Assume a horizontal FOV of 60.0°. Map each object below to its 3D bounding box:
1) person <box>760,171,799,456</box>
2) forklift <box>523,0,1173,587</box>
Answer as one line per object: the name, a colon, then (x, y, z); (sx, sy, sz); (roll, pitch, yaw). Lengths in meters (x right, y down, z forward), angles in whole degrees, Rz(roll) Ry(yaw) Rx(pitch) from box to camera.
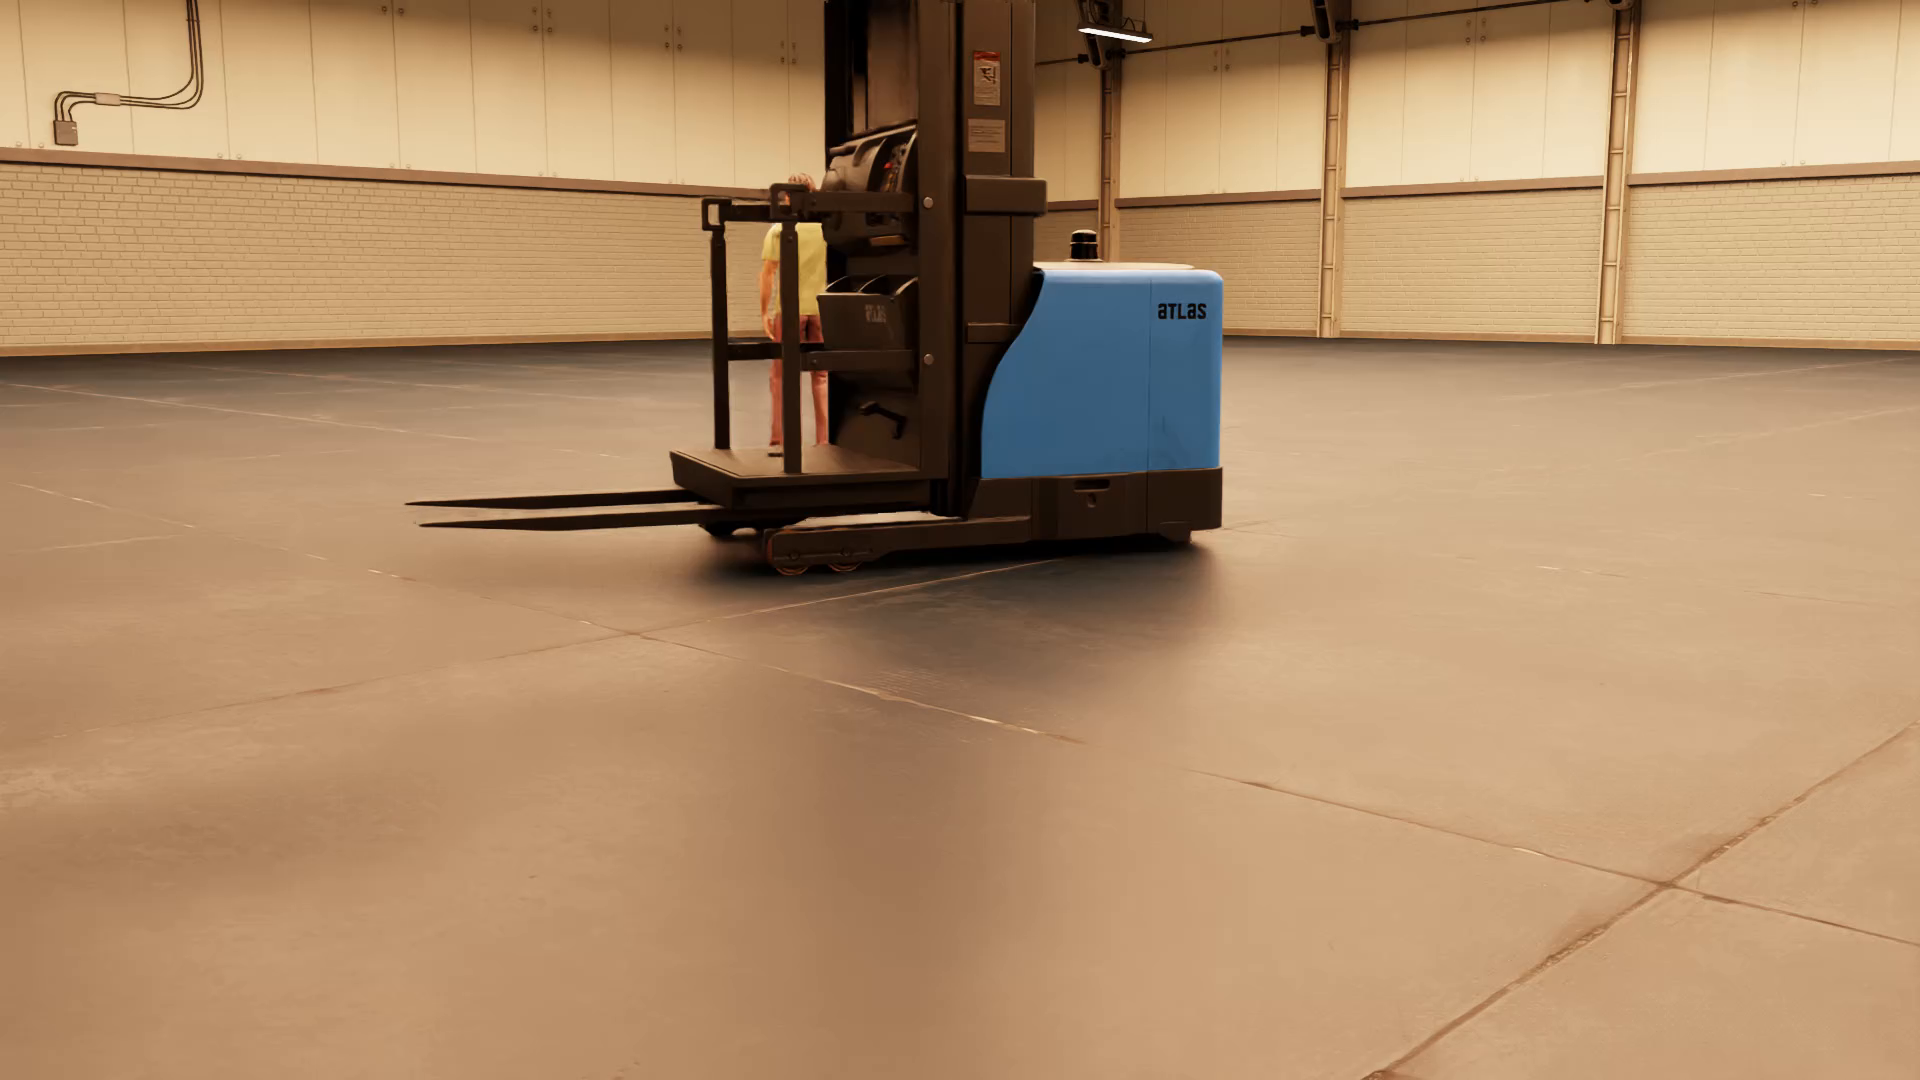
person: (-0.909, -1.301, 9.730); (0.546, 1.668, 0.541); (-2, 9, -14)
forklift: (-0.267, -1.365, 5.940); (1.130, 2.935, 3.031); (5, 10, 30)
